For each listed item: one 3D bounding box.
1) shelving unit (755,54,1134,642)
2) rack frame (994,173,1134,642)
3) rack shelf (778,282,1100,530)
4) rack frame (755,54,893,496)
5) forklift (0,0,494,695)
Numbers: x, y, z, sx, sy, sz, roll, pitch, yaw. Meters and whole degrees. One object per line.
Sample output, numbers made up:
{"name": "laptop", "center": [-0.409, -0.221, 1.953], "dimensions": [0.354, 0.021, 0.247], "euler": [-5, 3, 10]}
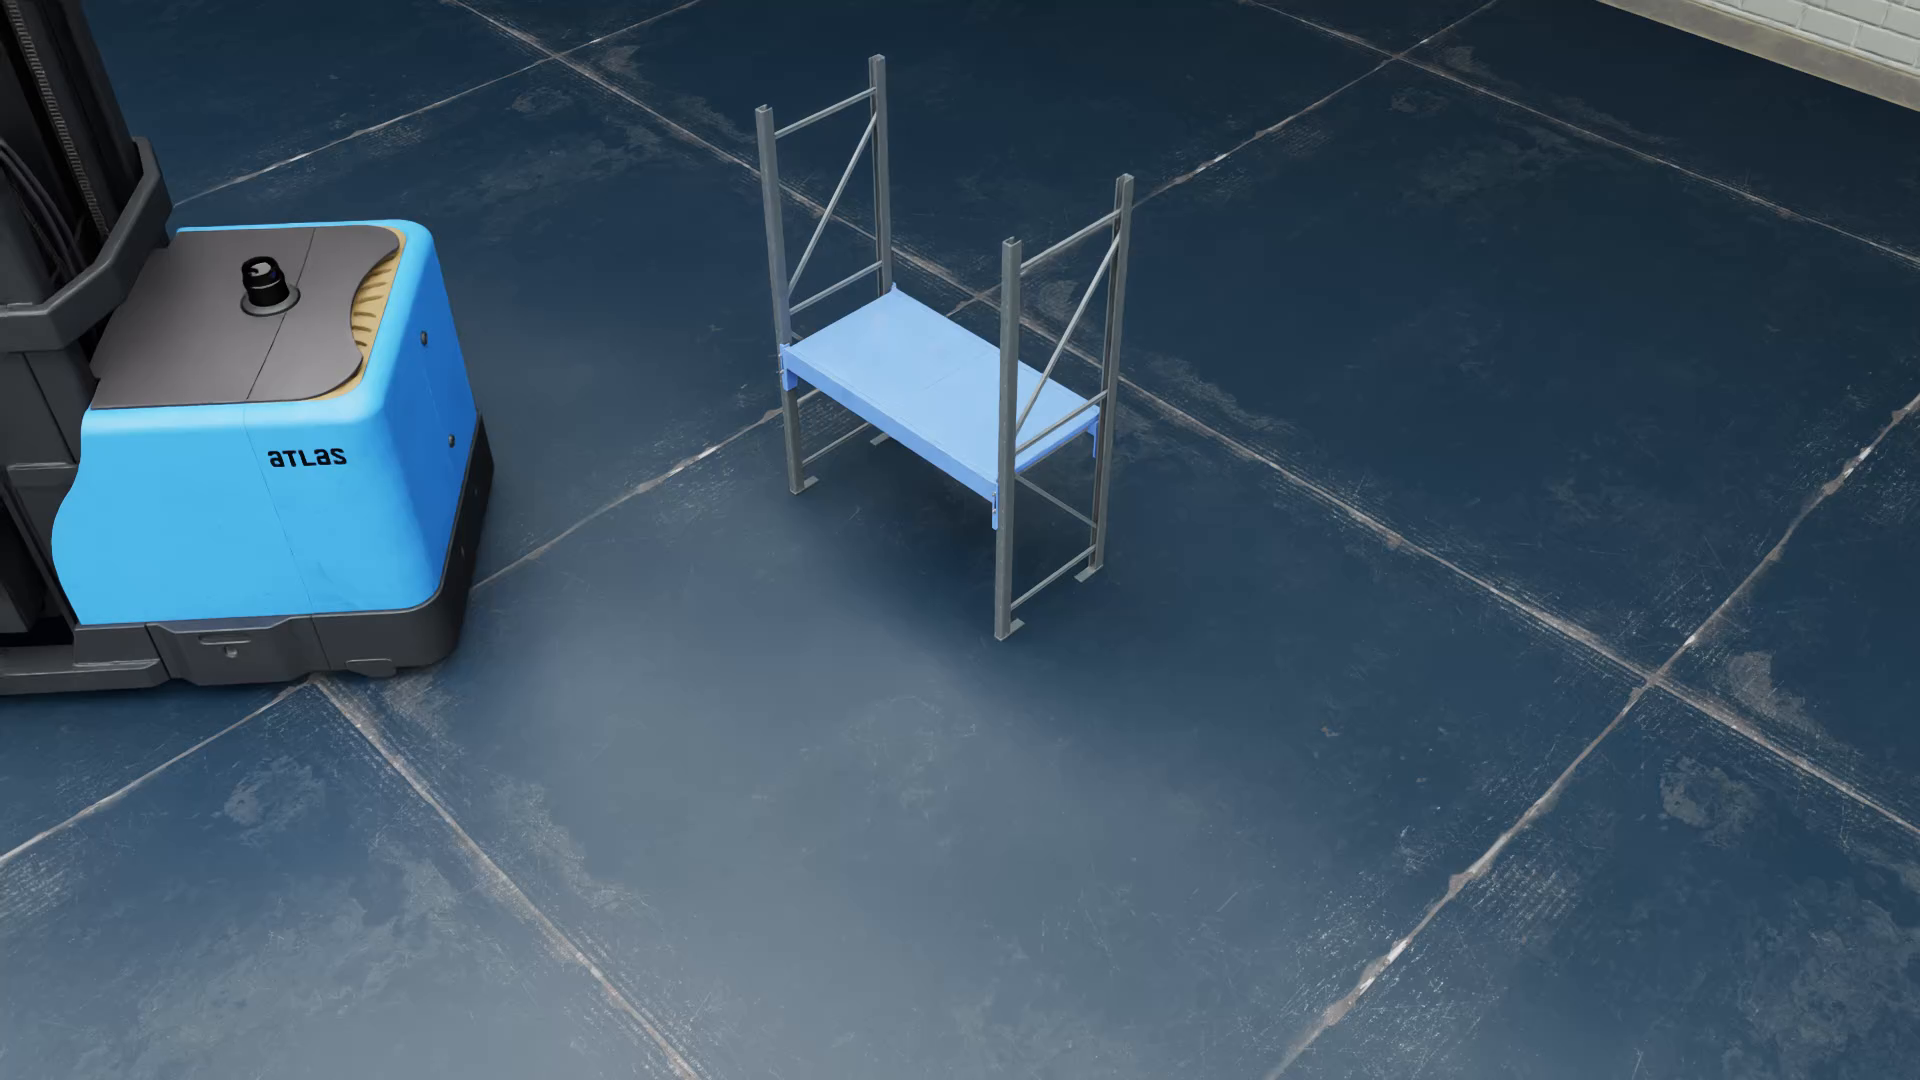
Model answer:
{"name": "shelving unit", "center": [-0.060, -0.592, 5.285], "dimensions": [0.538, 1.500, 1.048], "euler": [-34, 53, -31]}
{"name": "rack frame", "center": [0.299, -0.348, 5.021], "dimensions": [0.500, 1.500, 0.032], "euler": [-34, 53, -31]}
{"name": "rack shelf", "center": [-0.060, -0.460, 5.407], "dimensions": [0.538, 0.185, 1.000], "euler": [-34, 53, -31]}
{"name": "rack frame", "center": [-0.419, -0.836, 5.550], "dimensions": [0.500, 1.500, 0.032], "euler": [-34, 53, -31]}
{"name": "forklift", "center": [-3.138, -0.916, 4.582], "dimensions": [3.031, 2.935, 1.130], "euler": [-3, 43, -3]}
